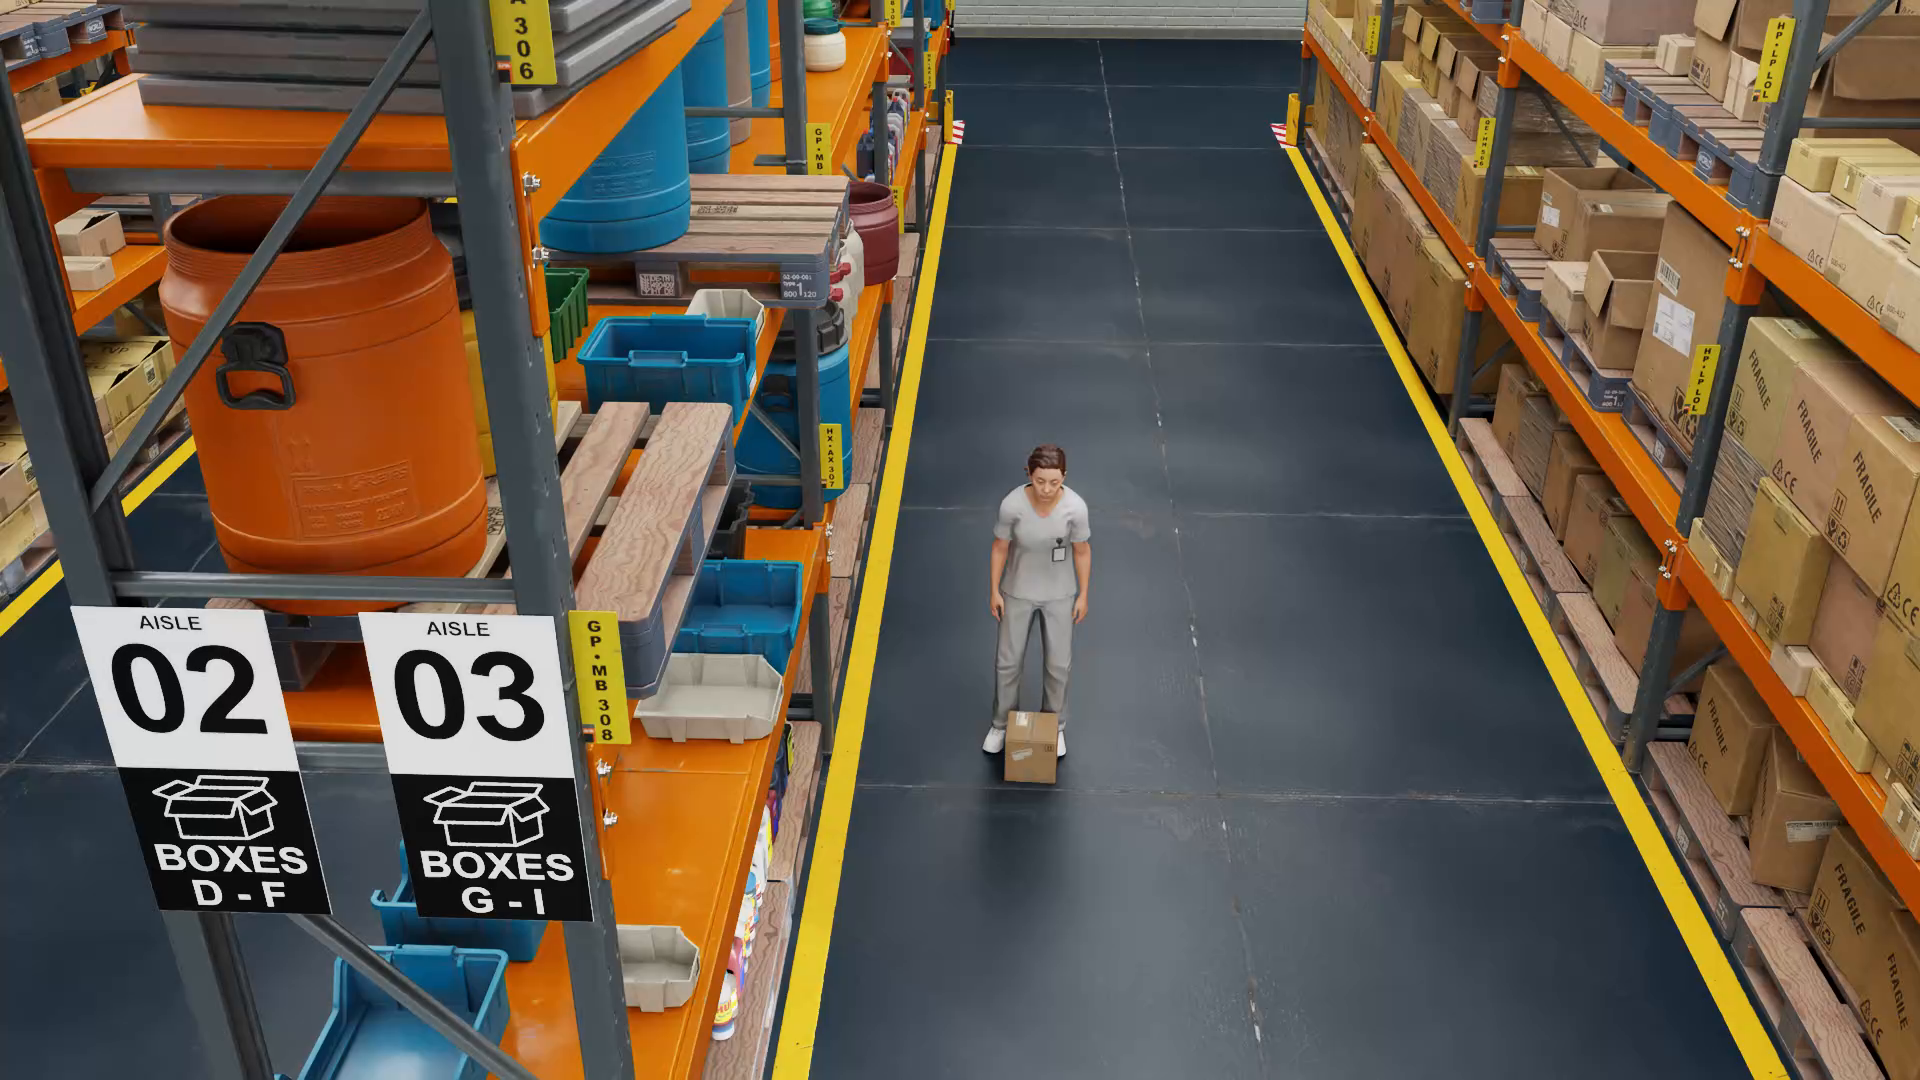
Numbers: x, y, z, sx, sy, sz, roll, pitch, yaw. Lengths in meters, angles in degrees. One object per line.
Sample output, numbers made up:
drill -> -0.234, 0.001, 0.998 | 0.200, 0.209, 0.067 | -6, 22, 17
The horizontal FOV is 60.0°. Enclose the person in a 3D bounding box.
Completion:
person -> 0.377, 0.280, 8.100 | 0.508, 1.671, 0.366 | 2, 28, 3
